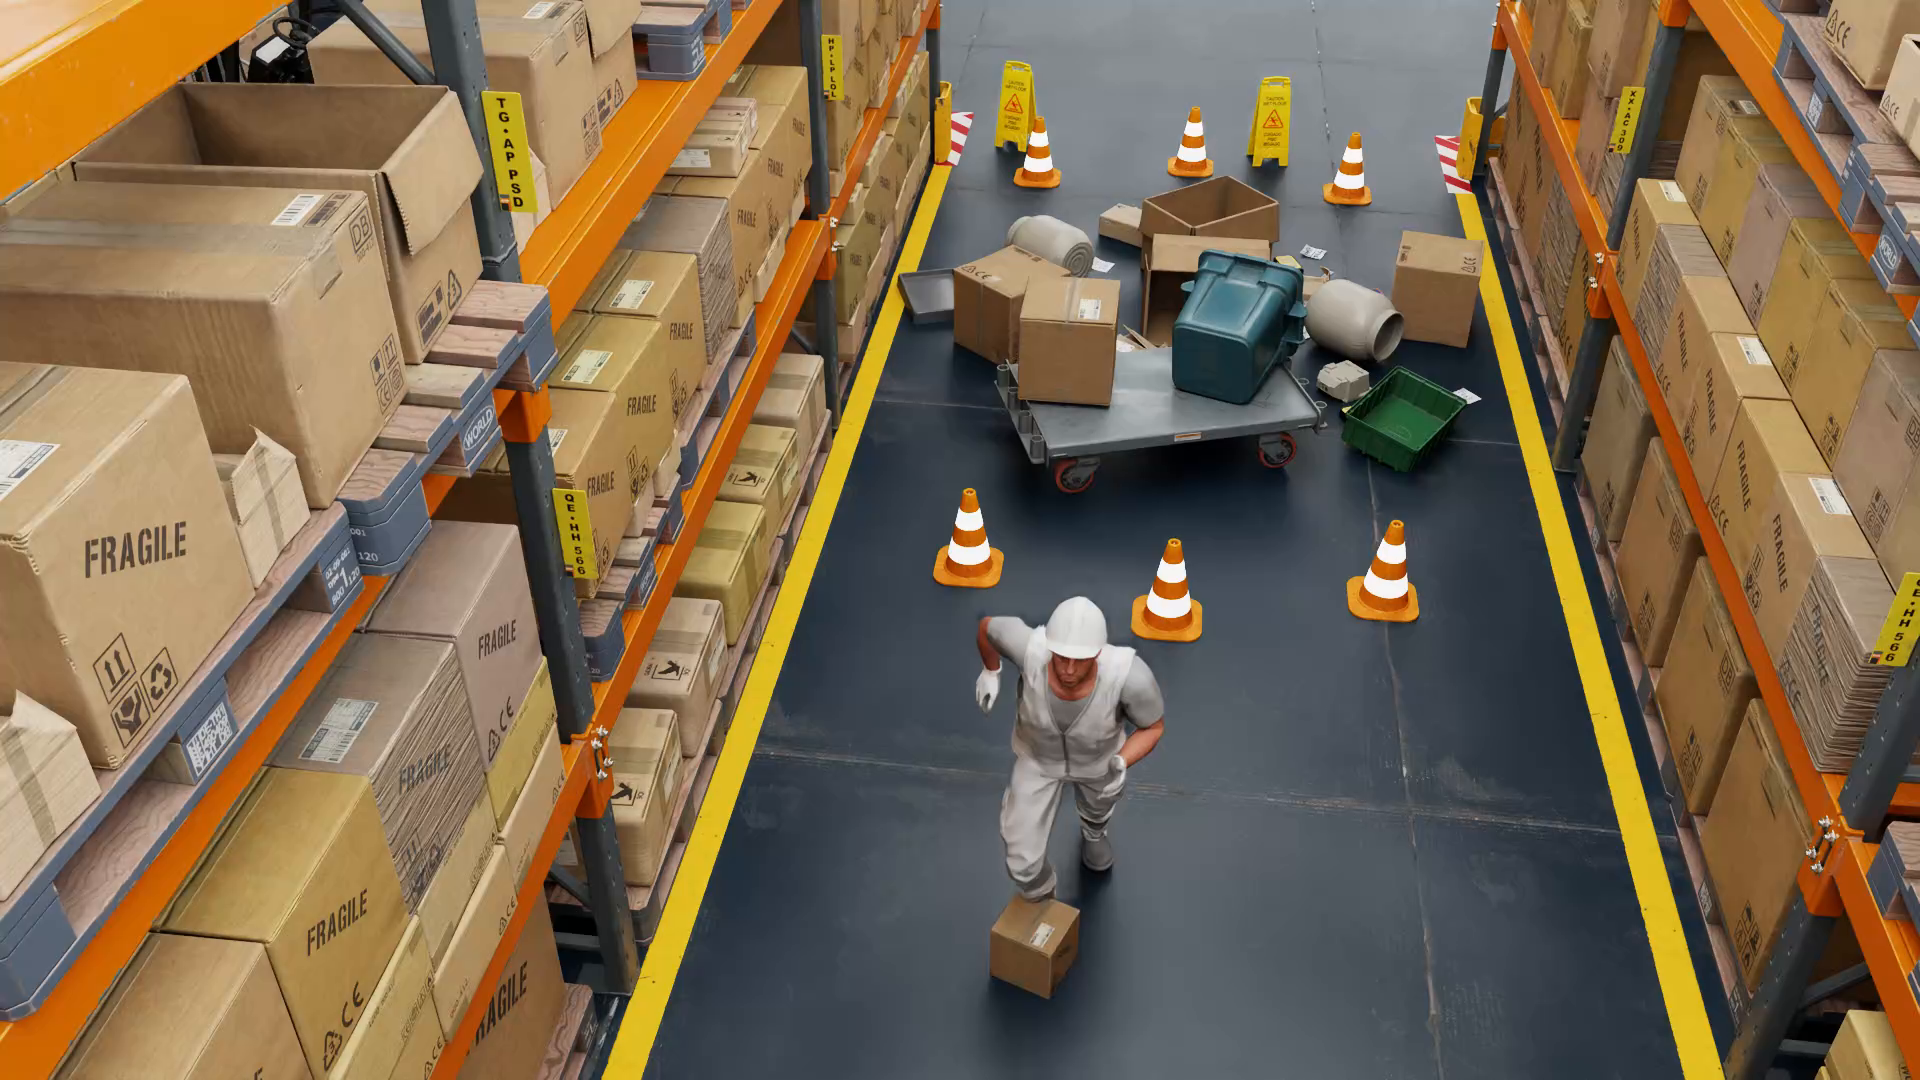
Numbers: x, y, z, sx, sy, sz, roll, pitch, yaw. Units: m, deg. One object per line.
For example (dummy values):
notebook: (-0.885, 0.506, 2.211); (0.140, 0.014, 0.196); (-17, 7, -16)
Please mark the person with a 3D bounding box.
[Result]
person: (0.380, 0.778, 5.983); (0.656, 1.688, 0.968); (1, 36, 1)
